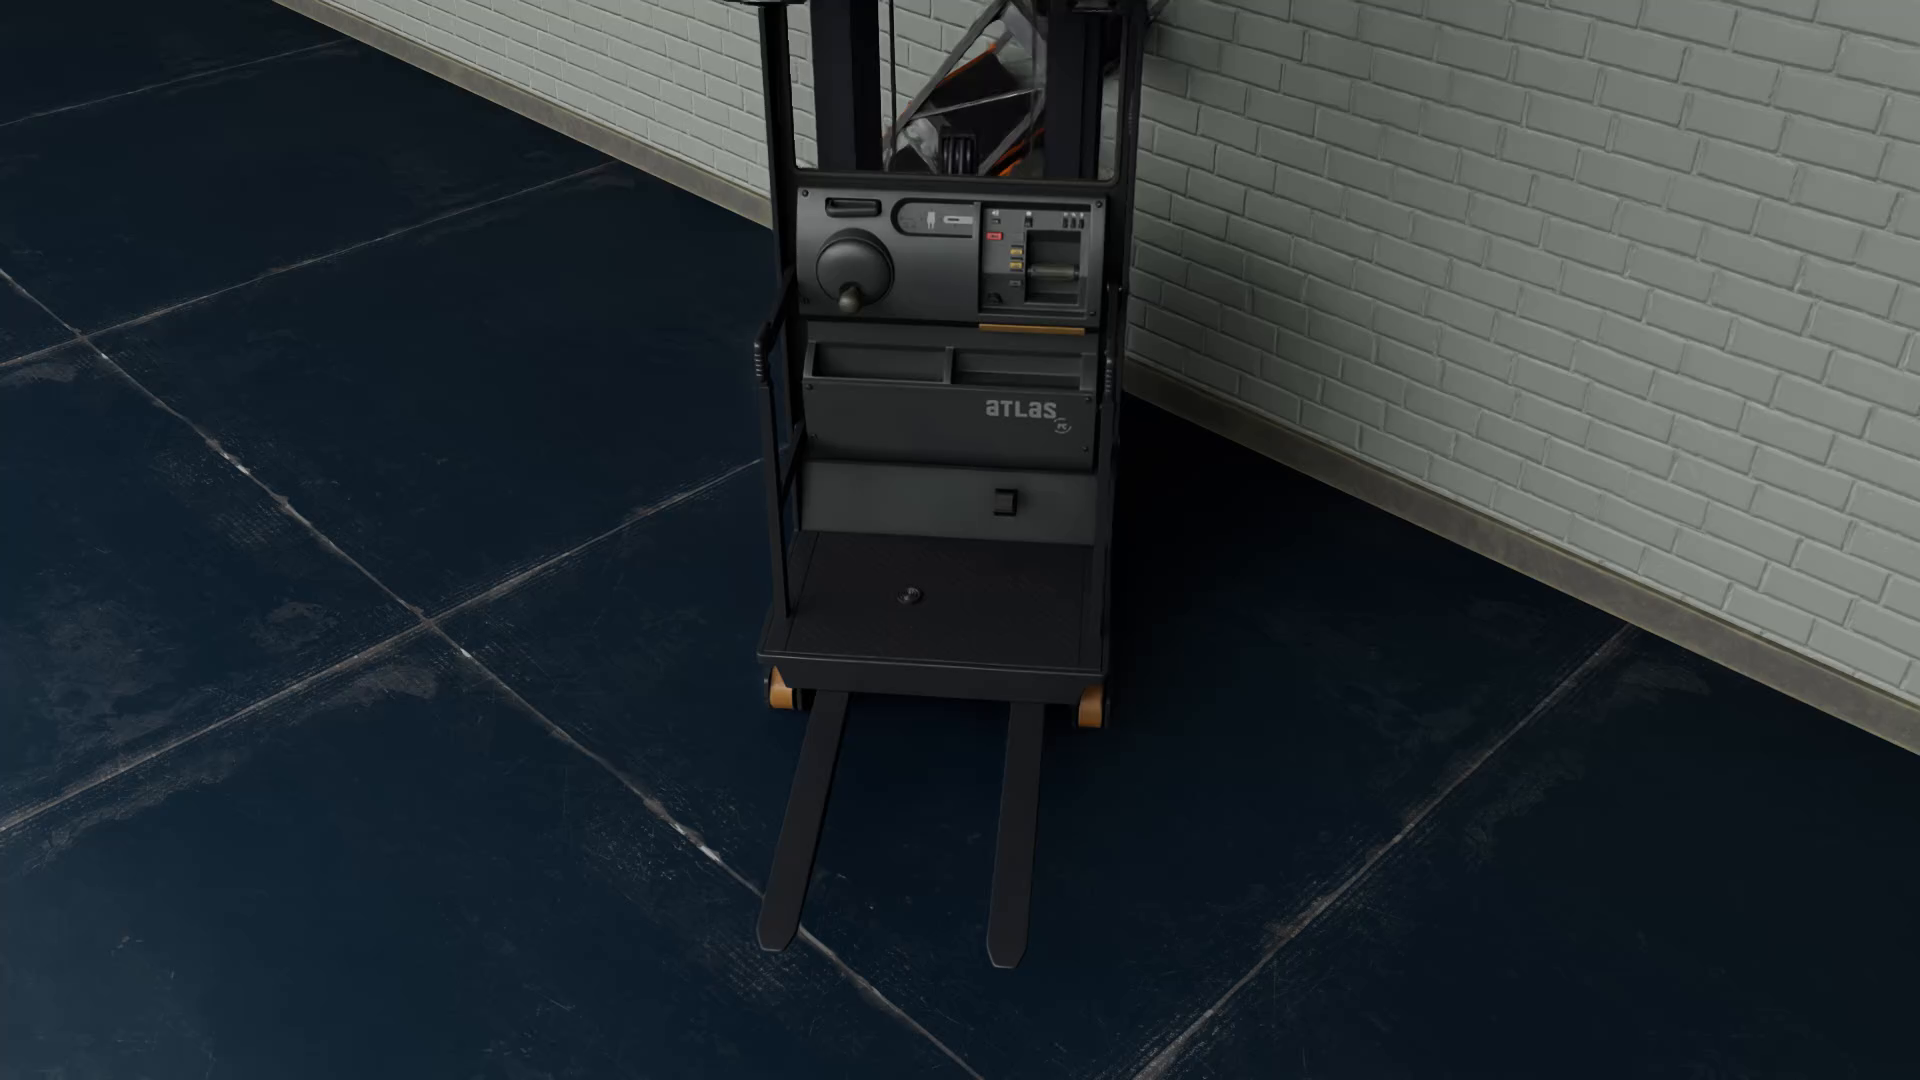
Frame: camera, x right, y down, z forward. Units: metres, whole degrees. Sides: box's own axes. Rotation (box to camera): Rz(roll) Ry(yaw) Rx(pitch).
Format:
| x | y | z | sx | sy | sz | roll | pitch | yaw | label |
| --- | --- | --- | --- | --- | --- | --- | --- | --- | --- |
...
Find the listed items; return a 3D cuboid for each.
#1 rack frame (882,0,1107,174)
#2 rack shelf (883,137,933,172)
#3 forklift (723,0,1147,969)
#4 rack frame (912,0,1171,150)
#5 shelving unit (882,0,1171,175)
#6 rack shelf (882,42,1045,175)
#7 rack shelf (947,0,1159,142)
| x | y | z | sx | sy | sz | roll | pitch | yaw | label |
| --- | --- | --- | --- | --- | --- | --- | --- | --- | --- |
| -0.129 | -1.516 | 6.664 | 0.400 | 2.100 | 0.015 | 49 | 53 | -3 | rack frame |
| -0.334 | -1.391 | 7.379 | 0.431 | 0.518 | 0.480 | 49 | 53 | -3 | rack shelf |
| -0.047 | -0.797 | 4.831 | 1.130 | 2.935 | 3.031 | 3 | 35 | 4 | forklift |
| 0.156 | -1.782 | 6.958 | 0.400 | 2.100 | 0.015 | 49 | 53 | -3 | rack frame |
| 0.014 | -1.649 | 6.811 | 0.431 | 2.100 | 0.503 | 49 | 53 | -3 | shelving unit |
| 0.007 | -1.644 | 6.822 | 0.431 | 0.518 | 0.480 | 49 | 53 | -3 | rack shelf |
| 0.348 | -1.897 | 6.265 | 0.431 | 0.518 | 0.480 | 49 | 53 | -3 | rack shelf |
